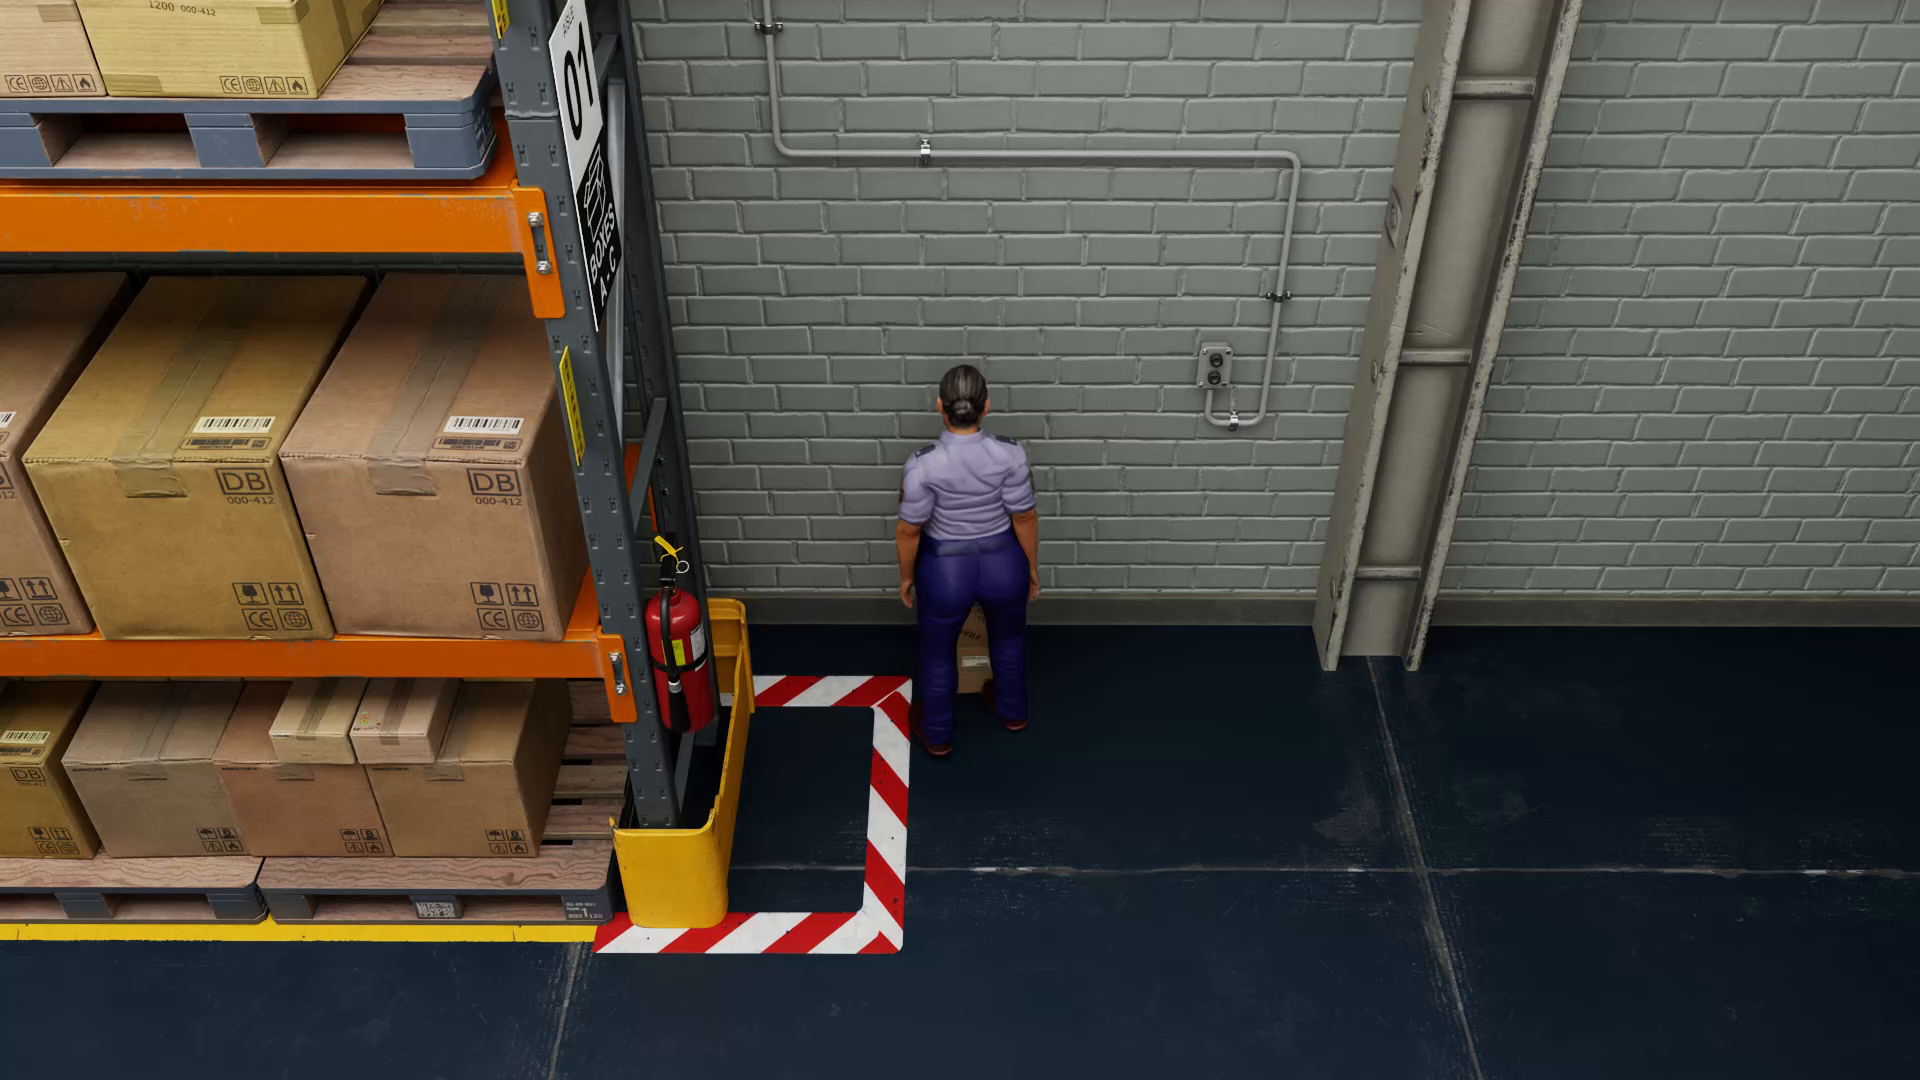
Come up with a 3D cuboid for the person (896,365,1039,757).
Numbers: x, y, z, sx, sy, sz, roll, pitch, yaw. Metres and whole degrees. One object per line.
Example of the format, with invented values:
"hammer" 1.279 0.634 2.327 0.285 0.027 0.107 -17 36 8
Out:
"person" 0.020 0.106 6.026 0.514 1.620 0.399 -7 40 -9
